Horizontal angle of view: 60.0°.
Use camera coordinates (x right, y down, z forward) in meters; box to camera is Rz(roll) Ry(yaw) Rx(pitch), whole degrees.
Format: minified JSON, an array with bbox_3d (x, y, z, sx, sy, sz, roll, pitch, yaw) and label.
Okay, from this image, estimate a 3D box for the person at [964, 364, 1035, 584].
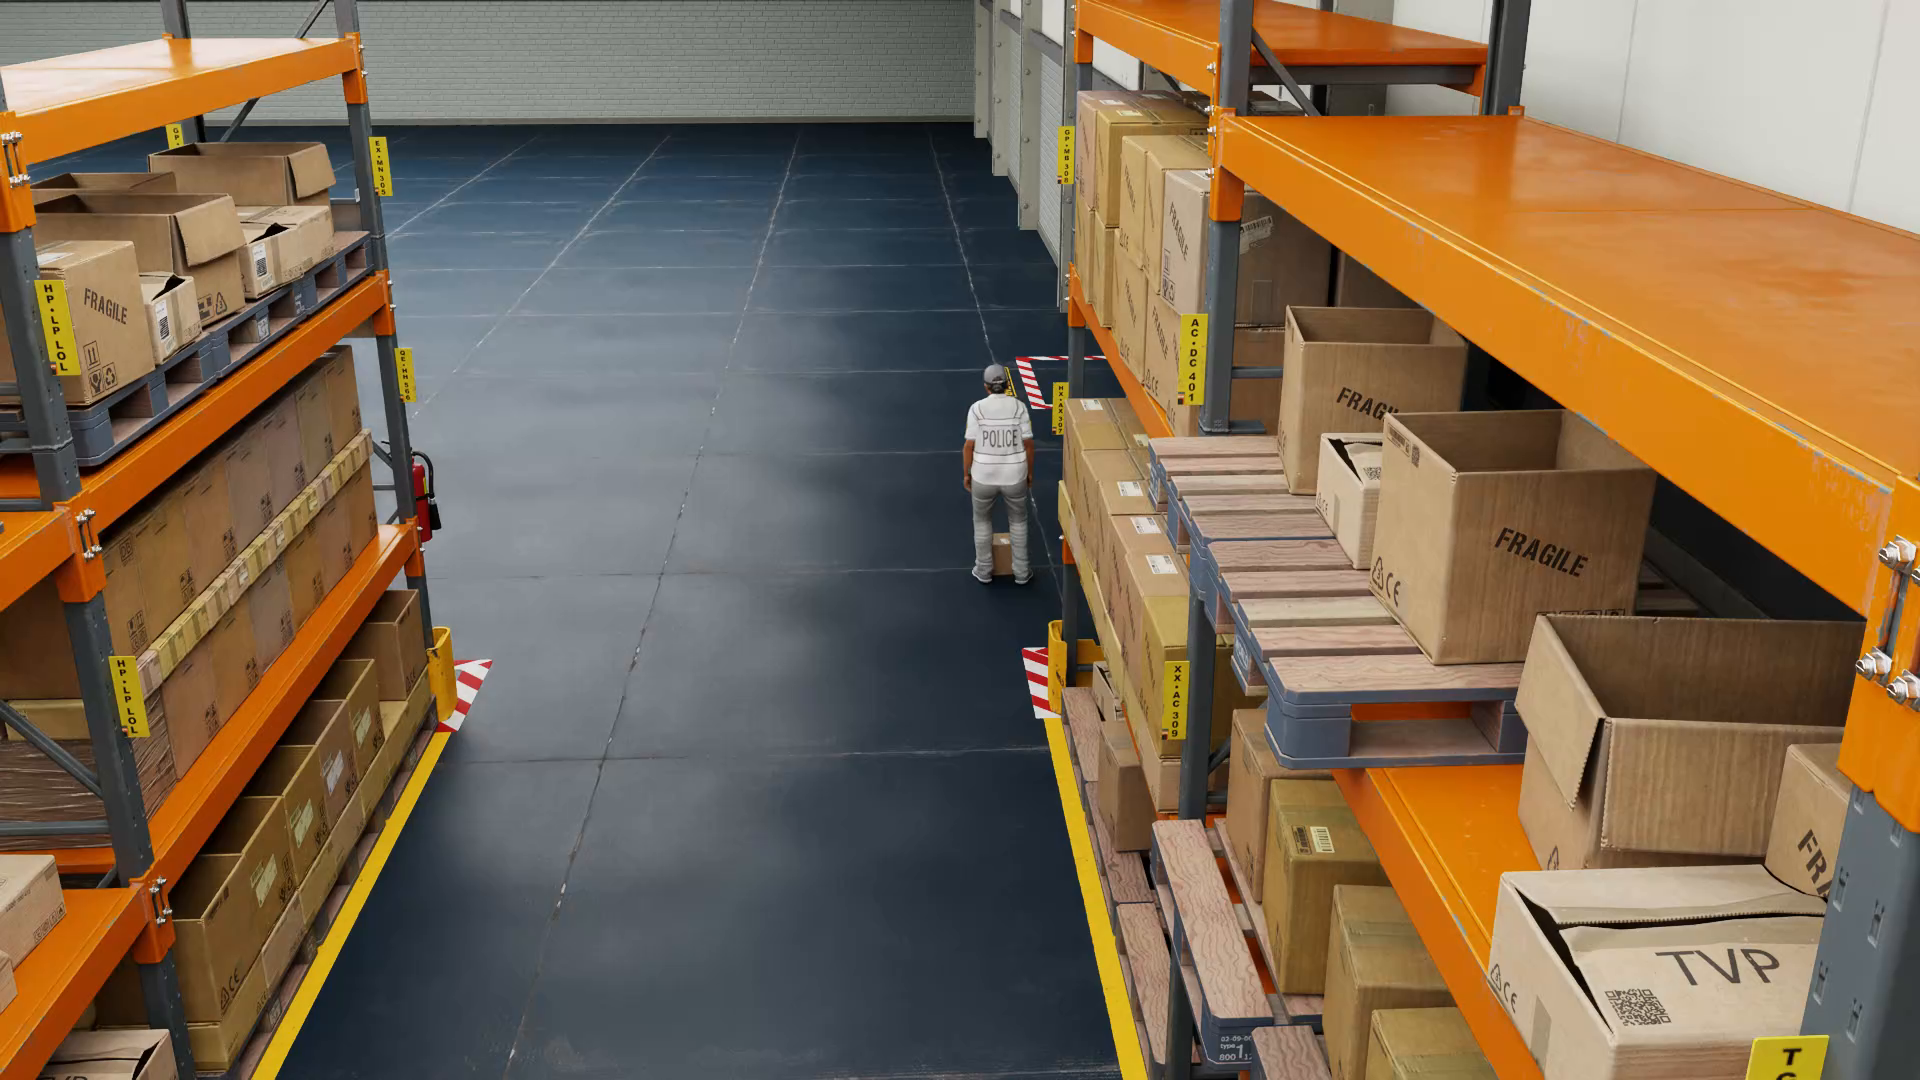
[{"bbox_3d":[0.294,-0.476,12.339,0.540,1.667,0.467,-1,21,-3],"label":"person"}]
